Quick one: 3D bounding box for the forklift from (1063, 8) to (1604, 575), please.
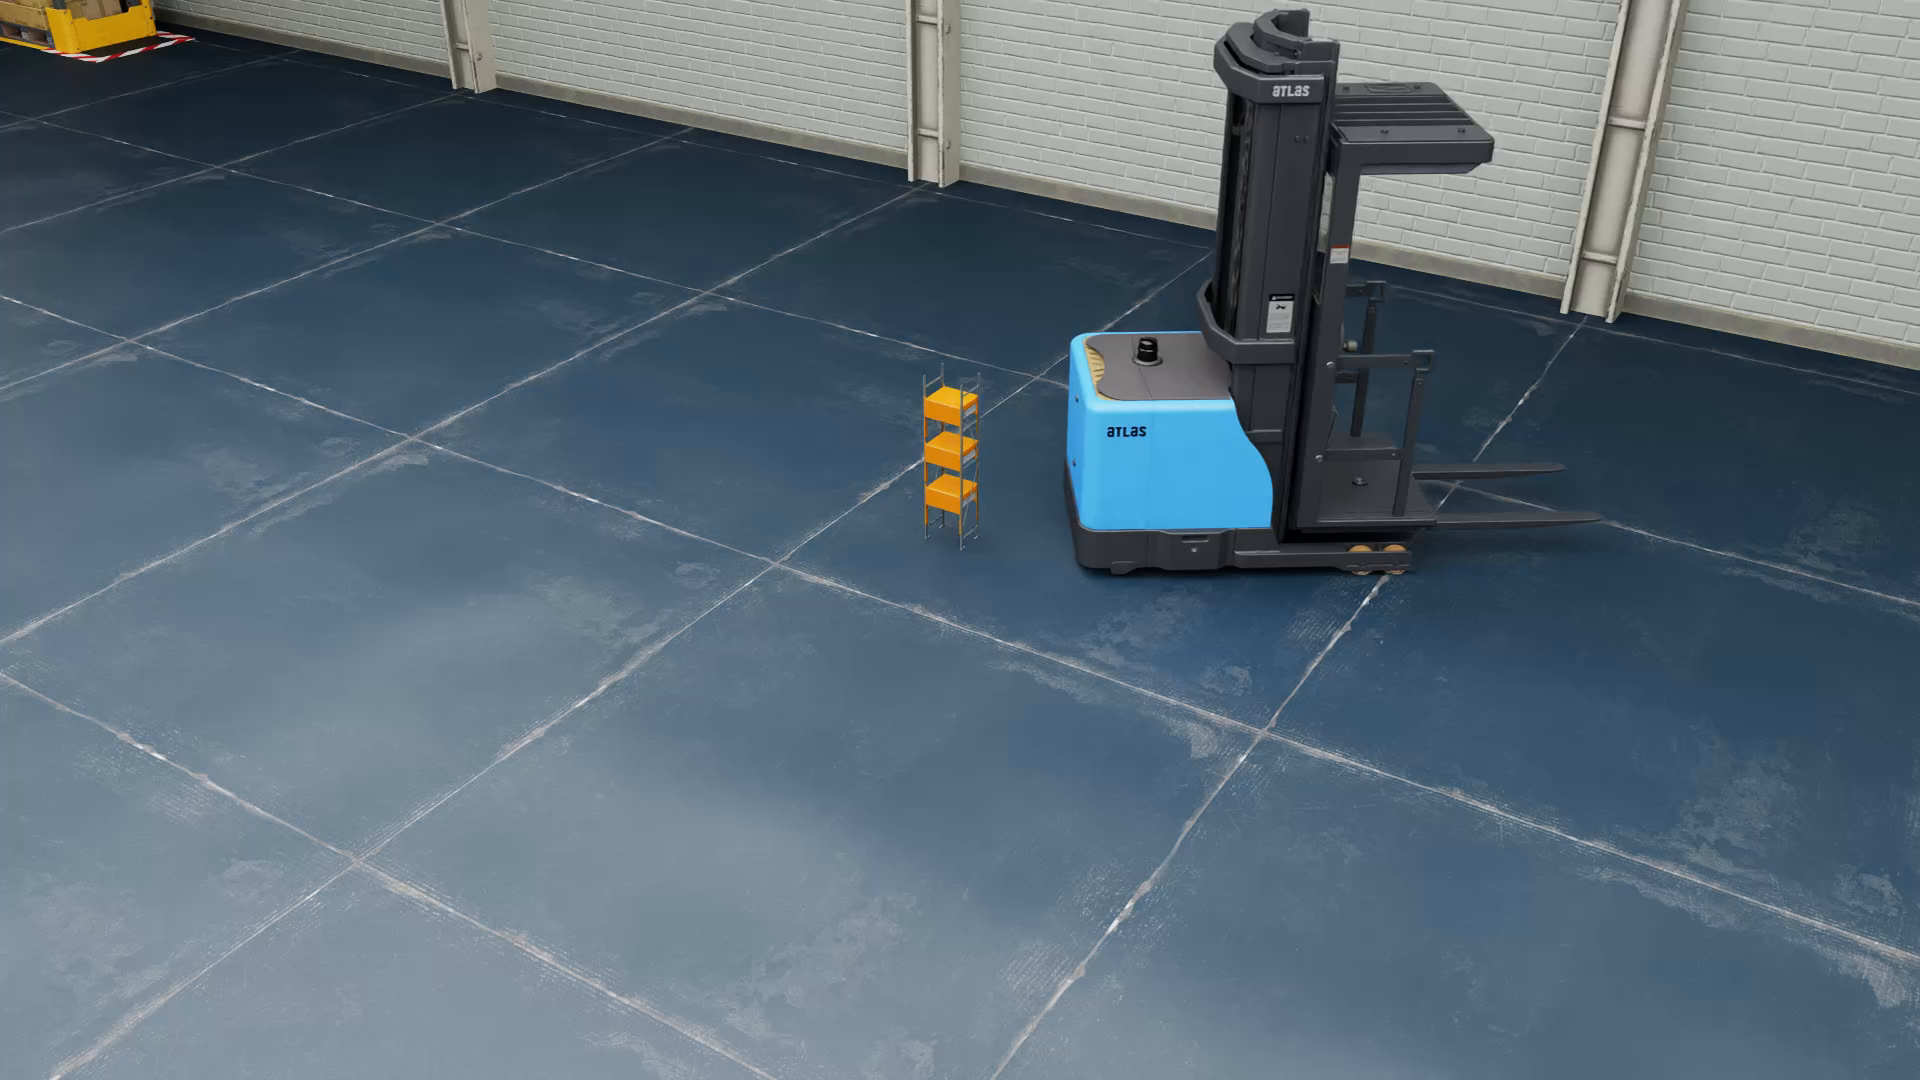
[{"bbox_3d":[2.160,-1.334,9.129,3.031,2.935,1.130,-1,30,-2],"label":"forklift"}]

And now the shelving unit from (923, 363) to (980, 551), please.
[{"bbox_3d":[-0.045,-0.468,9.510,0.252,1.050,0.215,18,35,27],"label":"shelving unit"}]

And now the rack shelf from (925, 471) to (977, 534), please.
[{"bbox_3d":[-0.045,-0.219,9.655,0.240,0.259,0.215,18,35,27],"label":"rack shelf"}]

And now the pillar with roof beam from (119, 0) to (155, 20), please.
[{"bbox_3d":[-12.691,-8.628,15.609,0.400,9.000,9.100,18,35,27],"label":"pillar with roof beam"}]

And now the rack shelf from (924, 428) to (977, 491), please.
[{"bbox_3d":[-0.045,-0.459,9.515,0.240,0.259,0.215,18,35,27],"label":"rack shelf"}]

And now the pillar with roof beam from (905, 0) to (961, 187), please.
[{"bbox_3d":[-2.527,-5.413,10.099,0.400,9.000,9.100,18,35,27],"label":"pillar with roof beam"}]

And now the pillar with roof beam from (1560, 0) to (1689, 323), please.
[{"bbox_3d":[2.555,-3.806,7.344,0.400,9.000,9.100,18,35,27],"label":"pillar with roof beam"}]

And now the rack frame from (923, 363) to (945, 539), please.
[{"bbox_3d":[-0.149,-0.500,9.566,0.008,1.050,0.200,18,35,27],"label":"rack frame"}]

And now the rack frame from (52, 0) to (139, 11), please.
[{"bbox_3d":[-10.291,-7.303,19.291,0.127,3.000,1.000,18,35,27],"label":"rack frame"}]

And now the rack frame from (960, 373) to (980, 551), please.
[{"bbox_3d":[0.058,-0.435,9.454,0.008,1.050,0.200,18,35,27],"label":"rack frame"}]

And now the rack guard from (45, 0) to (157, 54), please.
[{"bbox_3d":[-10.271,-6.217,19.910,0.348,0.500,1.175,18,35,27],"label":"rack guard"}]

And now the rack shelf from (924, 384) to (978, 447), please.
[{"bbox_3d":[-0.045,-0.704,9.372,0.240,0.259,0.215,18,35,27],"label":"rack shelf"}]

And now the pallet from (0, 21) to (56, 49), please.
[{"bbox_3d":[-10.961,-6.285,20.314,1.213,0.211,1.003,18,35,27],"label":"pallet"}]

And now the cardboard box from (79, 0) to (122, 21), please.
[{"bbox_3d":[-10.603,-6.512,20.247,0.500,0.250,0.500,18,35,28],"label":"cardboard box"}]

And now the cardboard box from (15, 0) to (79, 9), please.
[{"bbox_3d":[-10.870,-6.510,19.747,0.500,0.250,0.500,17,34,27],"label":"cardboard box"}]

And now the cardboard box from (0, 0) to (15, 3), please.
[{"bbox_3d":[-11.289,-6.648,19.985,0.500,0.250,0.500,17,34,27],"label":"cardboard box"}]

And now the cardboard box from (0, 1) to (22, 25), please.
[{"bbox_3d":[-11.273,-6.425,20.098,0.500,0.250,0.500,18,35,27],"label":"cardboard box"}]

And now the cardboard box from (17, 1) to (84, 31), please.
[{"bbox_3d":[-10.857,-6.288,19.863,0.500,0.250,0.500,18,35,28],"label":"cardboard box"}]

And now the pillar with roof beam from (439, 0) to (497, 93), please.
[{"bbox_3d":[-7.609,-7.021,12.854,0.400,9.000,9.100,18,35,27],"label":"pillar with roof beam"}]
